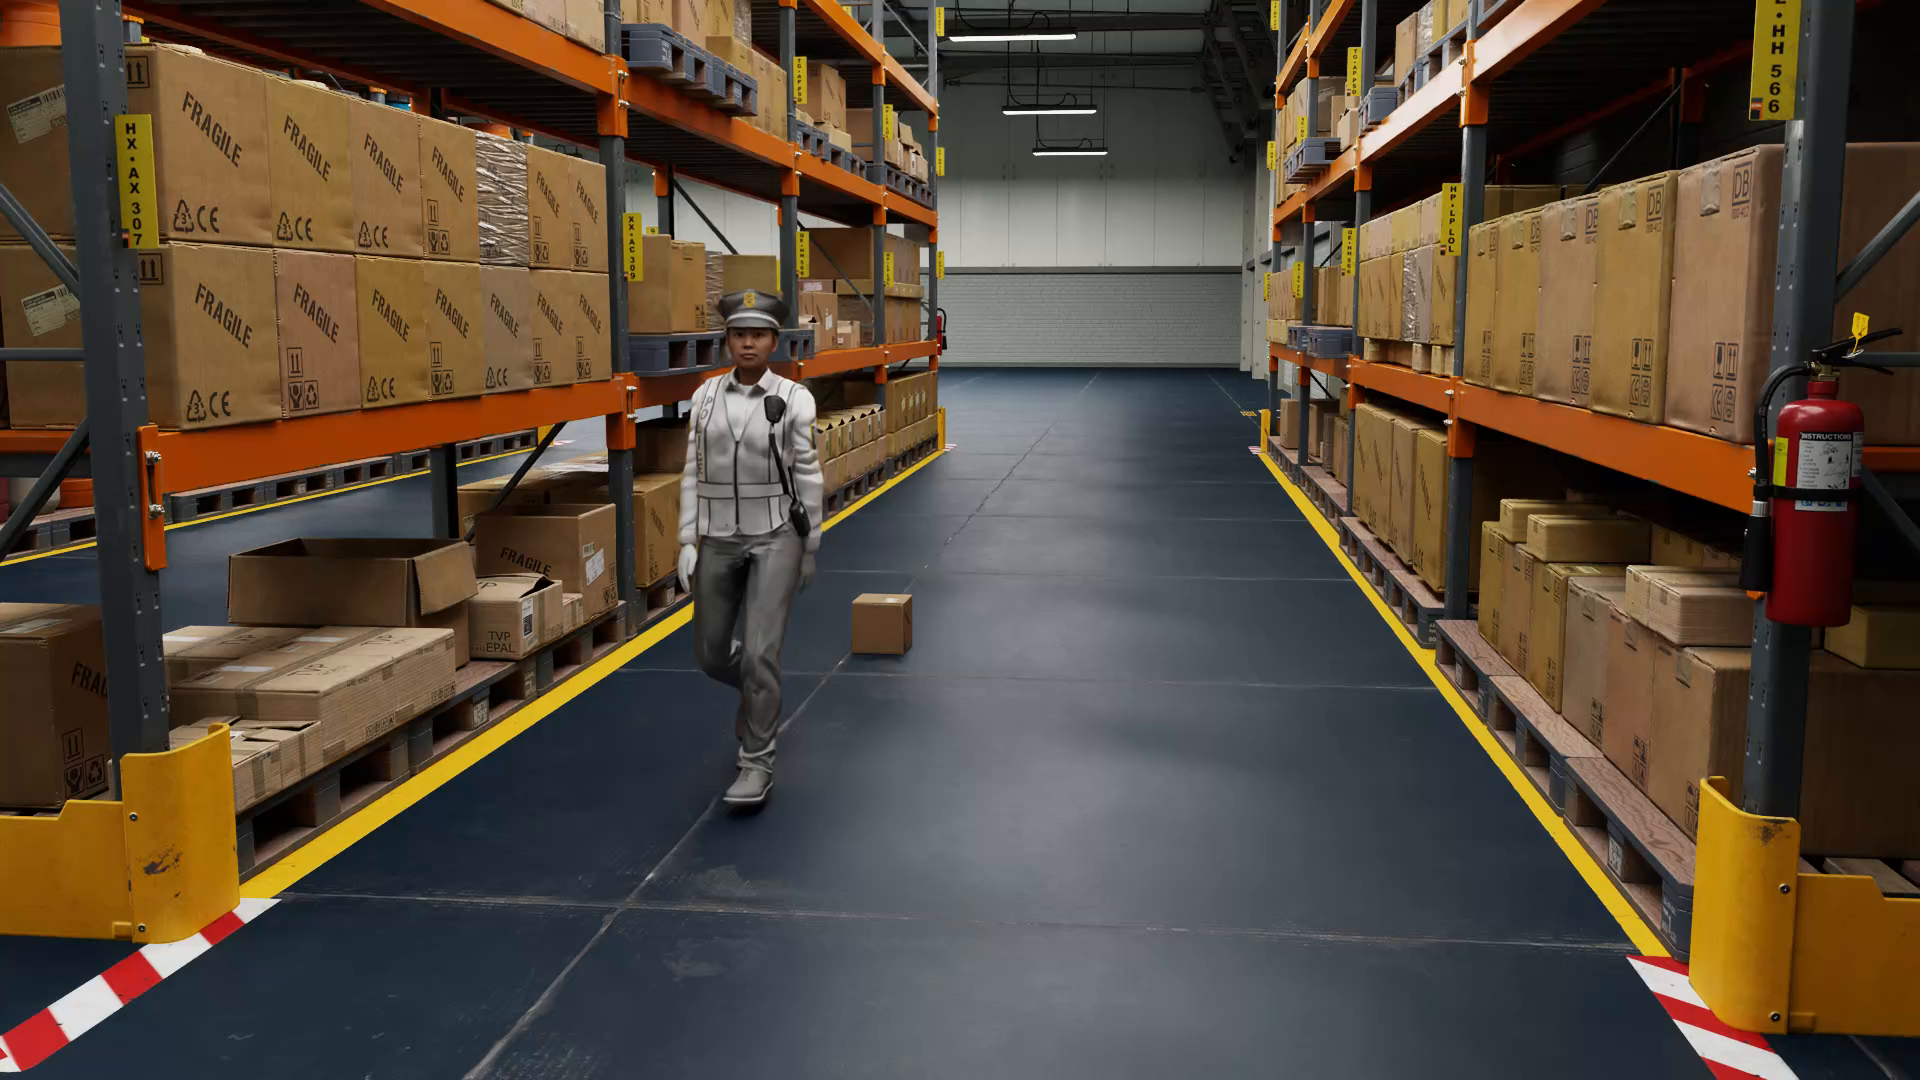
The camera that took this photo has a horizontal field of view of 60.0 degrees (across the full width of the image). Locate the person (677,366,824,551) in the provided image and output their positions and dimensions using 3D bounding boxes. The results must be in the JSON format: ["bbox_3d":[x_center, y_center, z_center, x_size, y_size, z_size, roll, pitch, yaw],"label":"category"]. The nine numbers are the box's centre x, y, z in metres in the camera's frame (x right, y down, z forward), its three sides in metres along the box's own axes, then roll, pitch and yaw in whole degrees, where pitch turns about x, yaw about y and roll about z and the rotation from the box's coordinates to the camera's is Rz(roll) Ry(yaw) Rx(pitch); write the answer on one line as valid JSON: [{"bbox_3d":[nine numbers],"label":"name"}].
[{"bbox_3d":[-0.704,-0.269,5.535,0.477,0.620,0.304,2,8,11],"label":"person"}]
